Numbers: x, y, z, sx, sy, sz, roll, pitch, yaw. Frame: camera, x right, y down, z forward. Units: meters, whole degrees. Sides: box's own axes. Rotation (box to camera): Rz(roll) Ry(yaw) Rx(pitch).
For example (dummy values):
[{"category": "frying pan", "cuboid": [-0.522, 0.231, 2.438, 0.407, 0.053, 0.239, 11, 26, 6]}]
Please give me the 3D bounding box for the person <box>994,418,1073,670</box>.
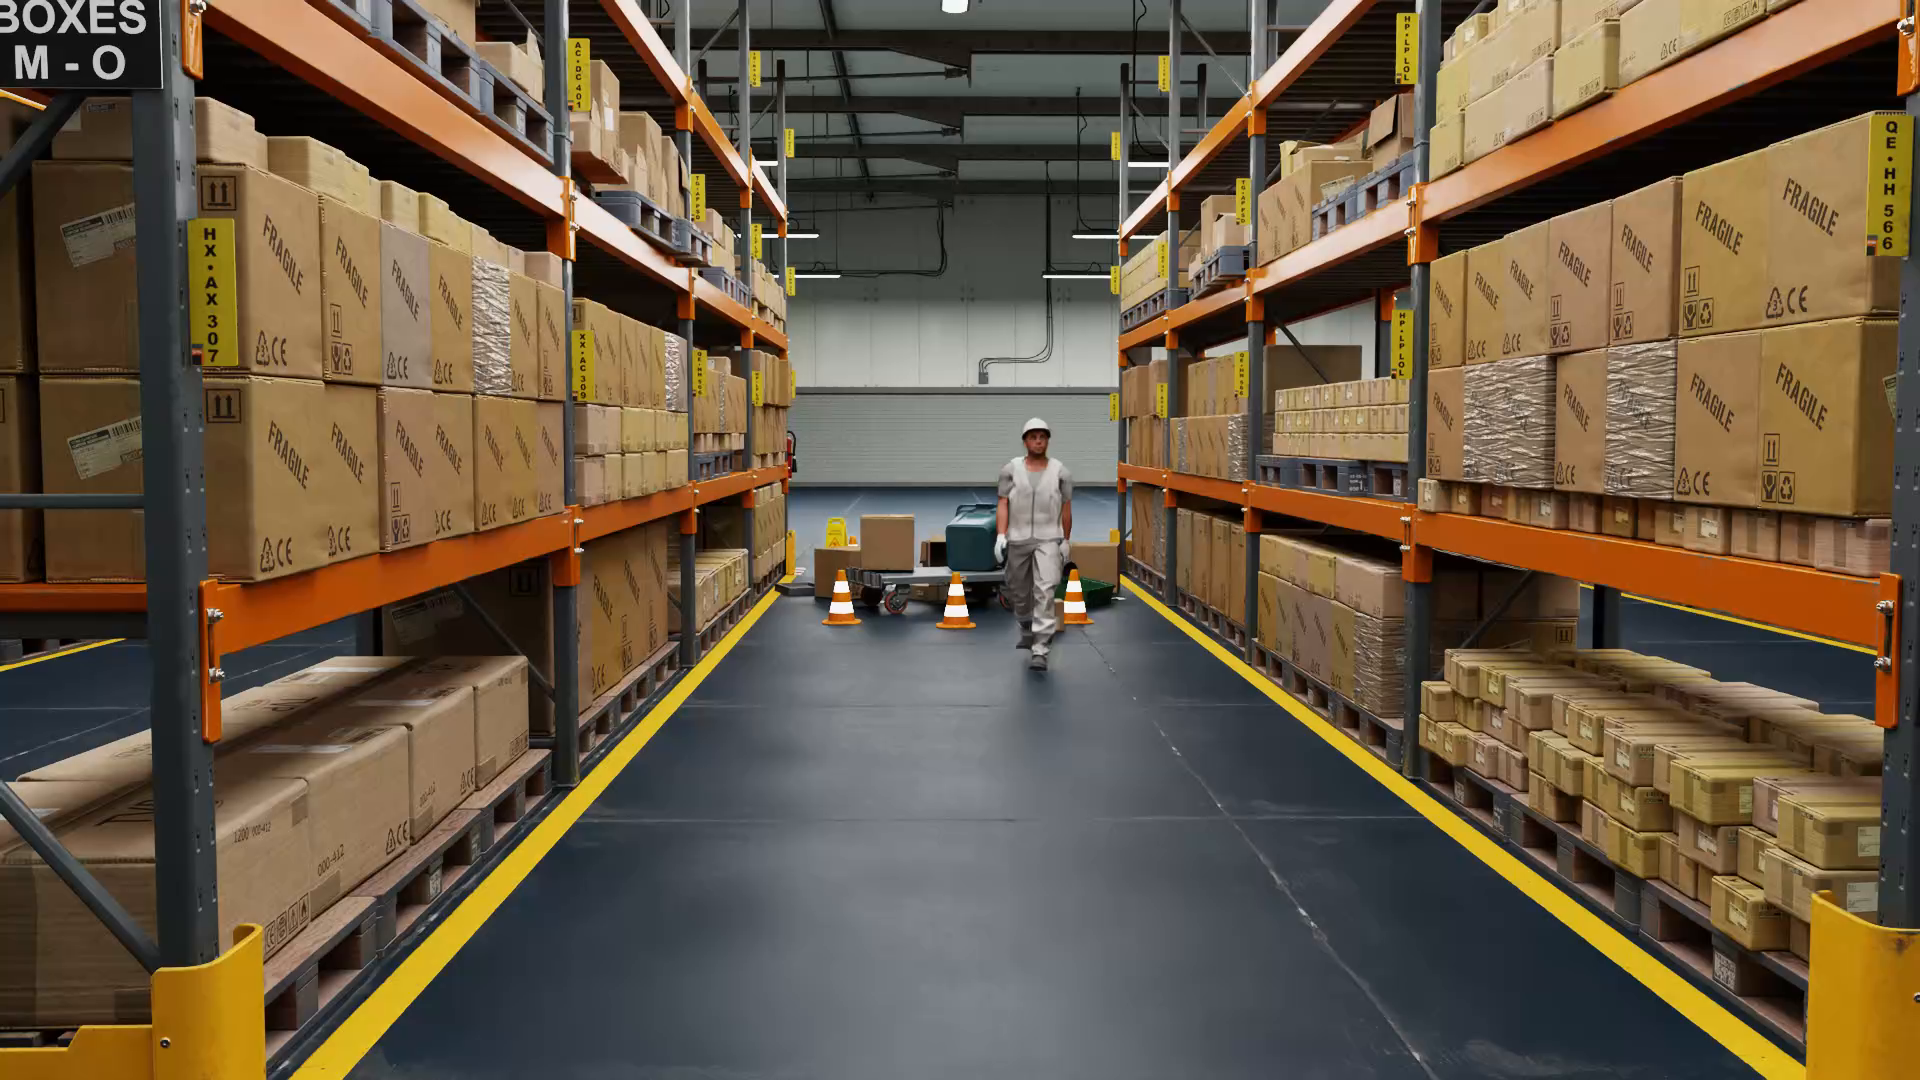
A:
[{"category": "person", "cuboid": [0.522, 0.015, 11.721, 0.529, 1.747, 1.036, 1, 4, 9]}]
